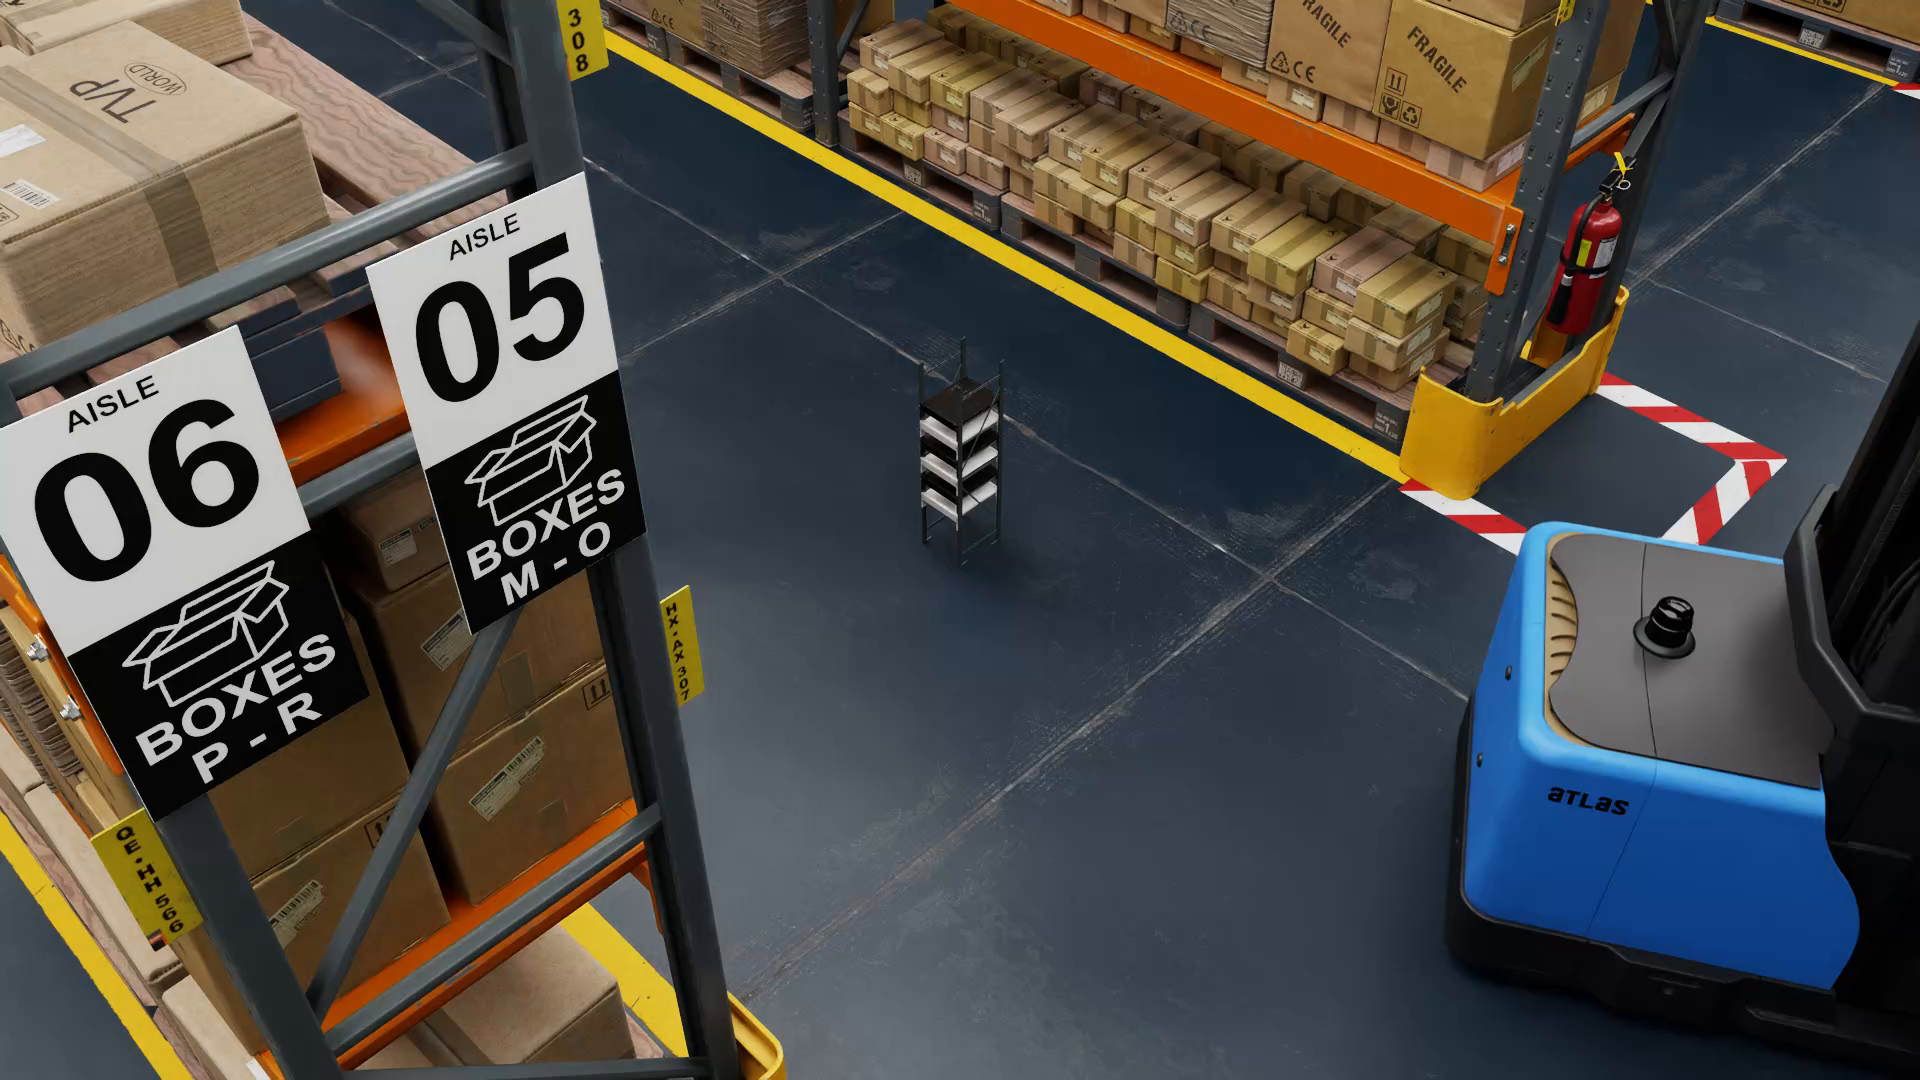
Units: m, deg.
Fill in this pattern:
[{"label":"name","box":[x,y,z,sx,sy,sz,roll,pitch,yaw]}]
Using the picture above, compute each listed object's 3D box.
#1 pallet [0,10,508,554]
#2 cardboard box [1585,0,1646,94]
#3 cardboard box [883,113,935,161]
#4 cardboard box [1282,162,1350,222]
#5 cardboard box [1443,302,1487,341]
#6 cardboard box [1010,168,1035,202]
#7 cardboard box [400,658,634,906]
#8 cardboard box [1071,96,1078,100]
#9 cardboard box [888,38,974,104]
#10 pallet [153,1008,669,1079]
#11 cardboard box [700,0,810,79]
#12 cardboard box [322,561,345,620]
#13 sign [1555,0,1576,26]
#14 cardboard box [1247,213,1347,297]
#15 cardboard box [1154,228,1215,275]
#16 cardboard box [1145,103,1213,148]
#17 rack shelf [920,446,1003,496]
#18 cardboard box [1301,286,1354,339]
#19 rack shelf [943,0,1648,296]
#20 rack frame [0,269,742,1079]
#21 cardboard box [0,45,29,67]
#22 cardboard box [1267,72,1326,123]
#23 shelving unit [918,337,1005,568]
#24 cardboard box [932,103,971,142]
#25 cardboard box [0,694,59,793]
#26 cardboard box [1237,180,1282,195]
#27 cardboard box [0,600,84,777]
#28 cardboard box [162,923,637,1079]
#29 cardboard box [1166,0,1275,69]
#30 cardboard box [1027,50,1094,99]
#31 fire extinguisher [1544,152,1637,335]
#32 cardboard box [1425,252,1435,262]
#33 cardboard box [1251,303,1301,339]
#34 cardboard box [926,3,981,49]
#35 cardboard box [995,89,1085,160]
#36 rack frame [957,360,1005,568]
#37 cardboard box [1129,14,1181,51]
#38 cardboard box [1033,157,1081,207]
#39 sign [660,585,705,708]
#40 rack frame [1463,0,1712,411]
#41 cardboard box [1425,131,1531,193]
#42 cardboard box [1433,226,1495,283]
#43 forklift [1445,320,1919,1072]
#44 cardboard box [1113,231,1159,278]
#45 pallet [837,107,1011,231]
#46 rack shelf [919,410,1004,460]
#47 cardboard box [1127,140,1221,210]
[{"label":"pallet","box":[-1.535,-0.572,3.014,1.003,0.211,1.213,-34,53,-31]},{"label":"cardboard box","box":[2.308,-2.067,6.483,0.500,0.500,0.500,-32,51,-30]},{"label":"cardboard box","box":[-0.178,-2.145,8.652,0.380,0.149,0.250,-33,52,-30]},{"label":"cardboard box","box":[1.699,-1.650,7.678,0.250,0.149,0.380,32,51,30]},{"label":"cardboard box","box":[2.286,-1.085,7.505,0.380,0.149,0.250,-33,52,-31]},{"label":"cardboard box","box":[0.464,-1.840,8.322,0.250,0.149,0.380,32,51,30]},{"label":"cardboard box","box":[-1.140,0.443,3.986,0.500,0.500,0.500,34,52,31]},{"label":"cardboard box","box":[0.561,-2.300,8.601,0.380,0.149,0.250,-34,52,-31]},{"label":"cardboard box","box":[-0.146,-2.395,8.484,0.380,0.149,0.250,-31,51,-29]},{"label":"pallet","box":[-1.624,1.526,4.943,1.003,0.211,1.213,-34,53,-31]},{"label":"cardboard box","box":[-1.096,-2.966,9.282,0.500,0.500,0.500,33,52,31]},{"label":"cardboard box","box":[-1.399,0.130,3.111,0.380,0.149,0.250,-33,52,-31]},{"label":"sign","box":[2.022,-1.858,5.464,0.100,0.325,0.005,-34,53,-31]},{"label":"cardboard box","box":[1.466,-1.243,7.238,0.250,0.149,0.380,33,52,31]},{"label":"cardboard box","box":[1.112,-1.397,7.624,0.380,0.149,0.250,-33,52,-31]},{"label":"cardboard box","box":[1.111,-2.011,8.069,0.380,0.149,0.250,-34,52,-31]},{"label":"rack shelf","box":[0.006,-0.302,6.463,0.258,0.077,0.200,-34,53,-31]},{"label":"cardboard box","box":[1.708,-1.057,7.256,0.250,0.149,0.380,33,52,31]},{"label":"rack shelf","box":[1.017,-2.269,7.526,1.077,0.370,4.000,-34,53,-31]},{"label":"rack frame","box":[-1.004,0.848,3.622,1.000,3.000,0.127,-34,53,-31]},{"label":"cardboard box","box":[-1.738,-0.688,2.876,0.250,0.149,0.380,30,51,29]},{"label":"cardboard box","box":[1.466,-1.864,6.742,0.380,0.149,0.250,-33,52,-30]},{"label":"shelving unit","box":[0.006,-0.327,6.440,0.258,0.900,0.210,-34,53,-31]},{"label":"cardboard box","box":[0.074,-2.205,8.498,0.250,0.149,0.380,34,52,31]},{"label":"cardboard box","box":[-2.246,0.216,4.232,0.500,0.500,0.500,-33,52,-30]},{"label":"cardboard box","box":[1.493,-1.655,7.903,0.250,0.149,0.380,32,51,30]},{"label":"cardboard box","box":[-1.903,0.090,3.632,0.500,0.500,0.500,-34,52,-31]},{"label":"cardboard box","box":[-1.541,1.366,4.640,0.875,0.438,0.875,32,52,30]},{"label":"cardboard box","box":[1.205,-2.300,6.736,0.500,0.500,0.500,-34,52,-31]},{"label":"cardboard box","box":[0.558,-2.392,8.481,0.380,0.149,0.250,-32,52,-30]},{"label":"fire extinguisher","box":[2.281,-1.065,6.024,0.296,0.674,0.183,-34,53,-31]},{"label":"cardboard box","box":[2.088,-1.322,7.543,0.250,0.149,0.380,34,52,31]},{"label":"cardboard box","box":[1.531,-1.076,7.495,0.250,0.149,0.380,34,52,31]},{"label":"cardboard box","box":[0.040,-2.774,8.895,0.380,0.149,0.250,-33,52,-30]},{"label":"cardboard box","box":[0.389,-2.021,8.080,0.380,0.149,0.250,-33,52,-30]},{"label":"rack frame","box":[0.078,-0.278,6.387,0.240,0.900,0.006,-34,53,-31]},{"label":"cardboard box","box":[0.953,-2.282,7.195,0.380,0.149,0.250,-33,52,-31]},{"label":"cardboard box","box":[0.573,-1.779,8.037,0.250,0.149,0.380,34,52,31]},{"label":"sign","box":[-0.607,0.238,3.586,0.100,0.325,0.005,-34,53,-31]},{"label":"rack frame","box":[2.429,-1.573,6.242,1.000,3.000,0.127,-34,53,-31]},{"label":"cardboard box","box":[1.999,-1.502,6.350,0.380,0.149,0.250,-34,53,-31]},{"label":"cardboard box","box":[2.300,-1.313,7.313,0.250,0.149,0.380,32,51,30]},{"label":"forklift","box":[3.116,0.216,4.357,3.031,2.935,1.130,10,44,11]},{"label":"cardboard box","box":[0.944,-1.422,7.870,0.380,0.149,0.250,-33,52,-31]},{"label":"pallet","box":[0.104,-2.165,8.937,1.003,0.211,1.213,-34,53,-31]},{"label":"rack shelf","box":[0.006,-0.434,6.341,0.258,0.077,0.200,-34,53,-31]},{"label":"cardboard box","box":[0.992,-1.680,7.711,0.250,0.149,0.380,32,52,30]}]
